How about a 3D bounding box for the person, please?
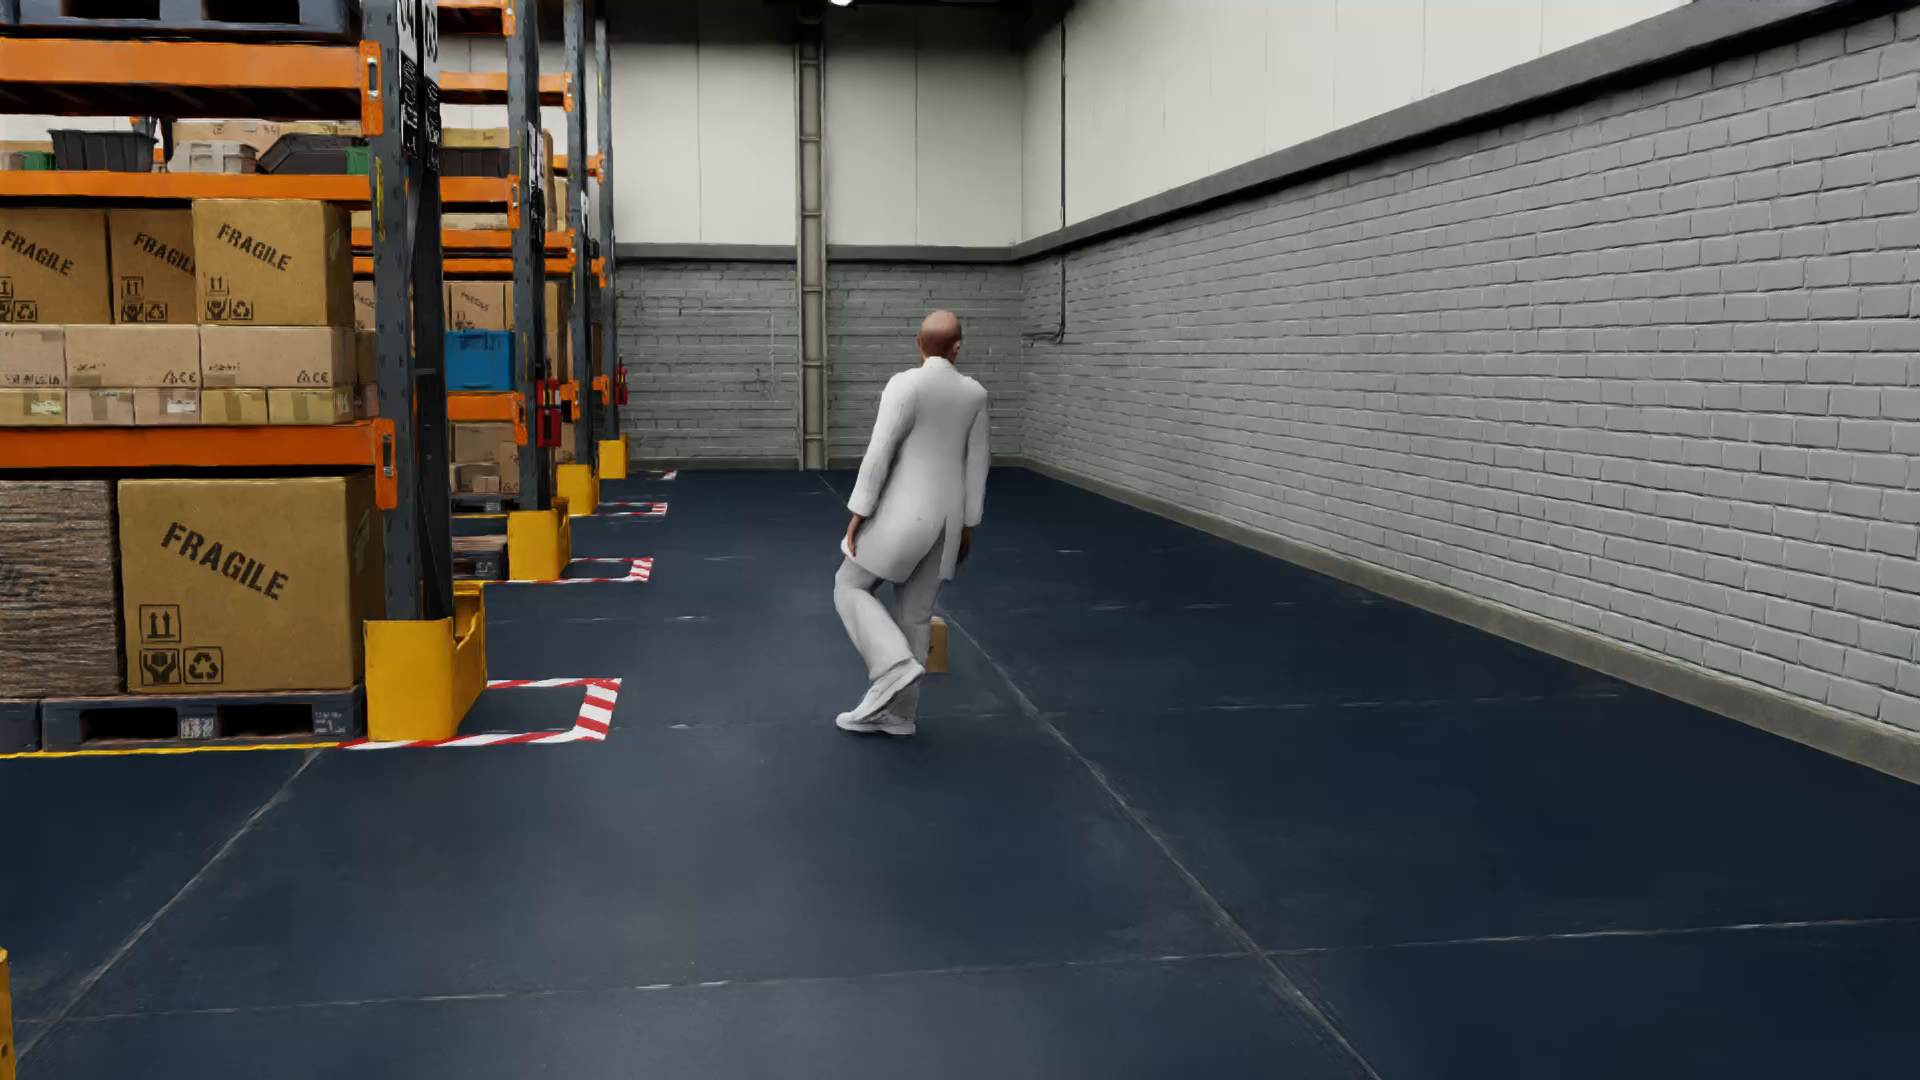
[{"bbox_3d":[-0.202,-0.072,6.948,0.526,1.764,0.691,6,9,42],"label":"person"}]
